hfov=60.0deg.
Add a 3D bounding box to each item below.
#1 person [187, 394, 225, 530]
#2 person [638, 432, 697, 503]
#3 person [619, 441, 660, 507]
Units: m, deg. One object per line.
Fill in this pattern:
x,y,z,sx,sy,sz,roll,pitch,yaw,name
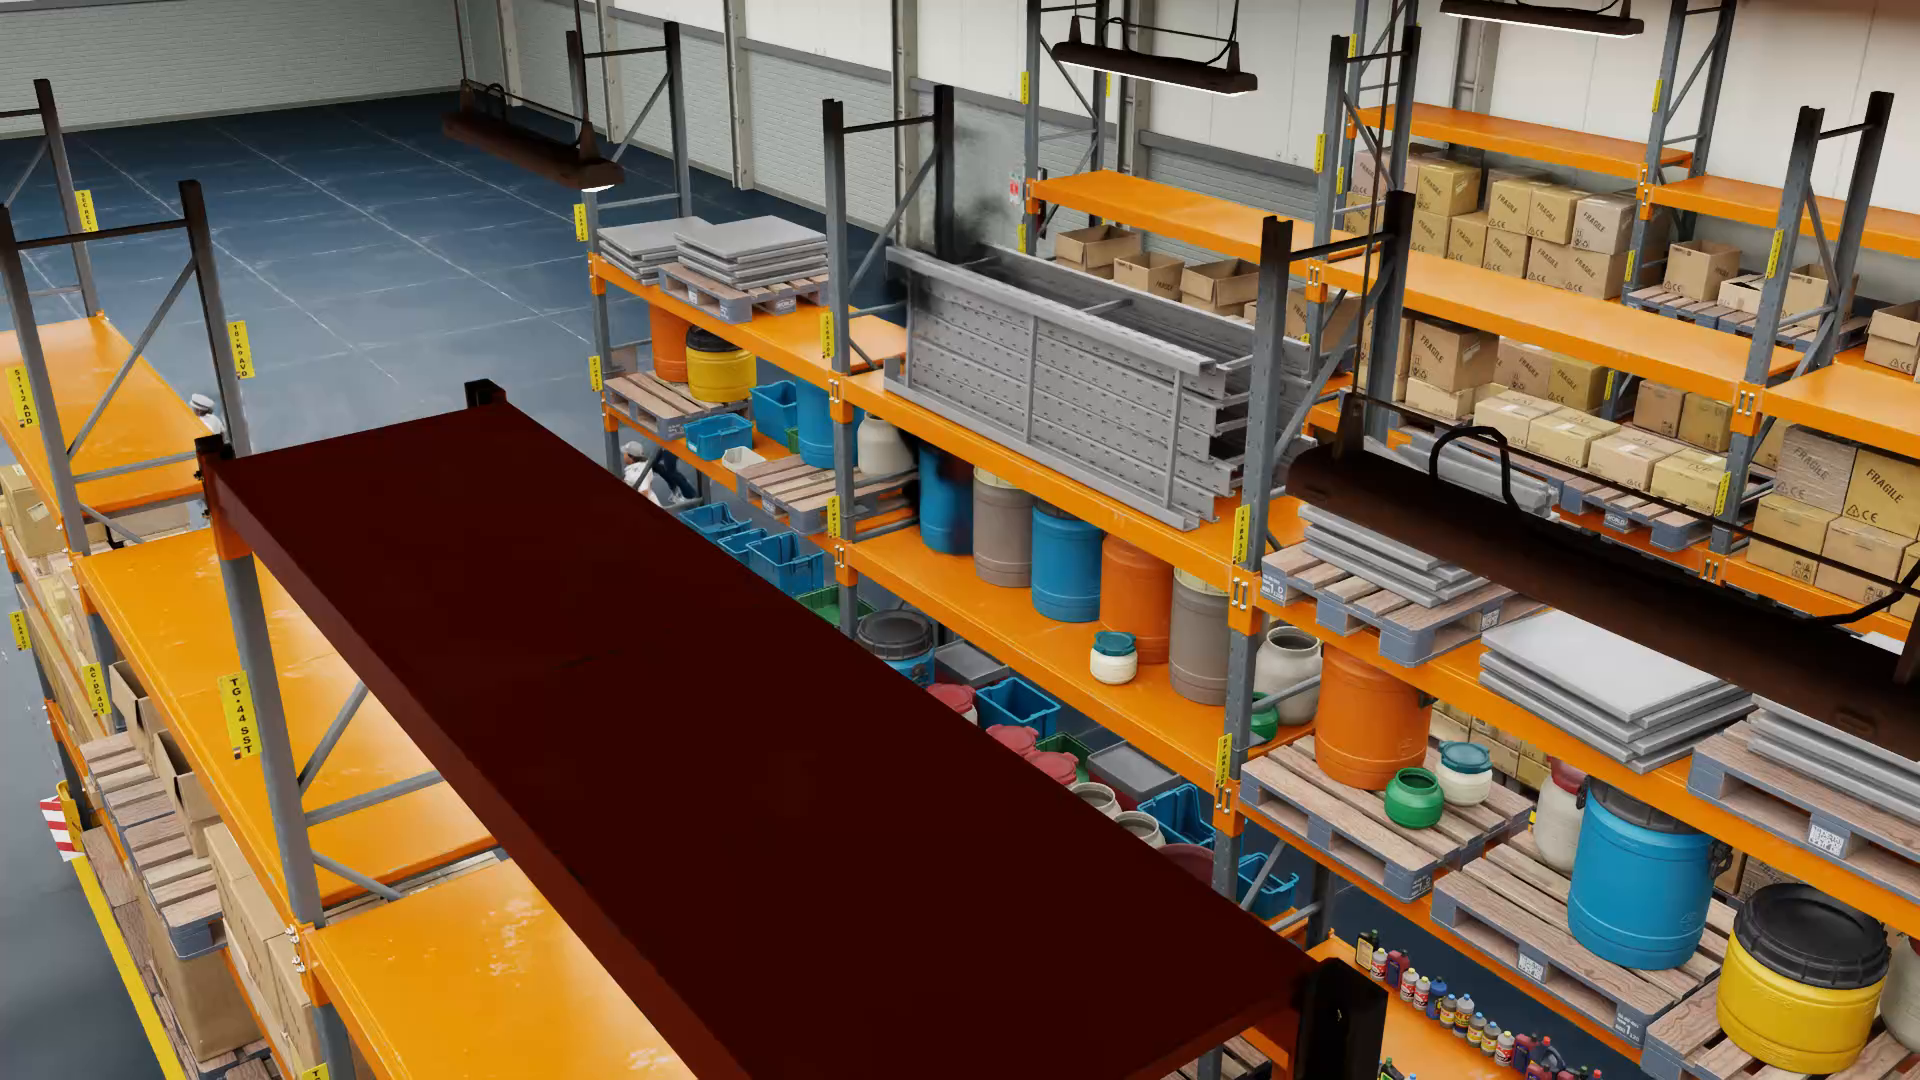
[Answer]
-8.482,-0.876,18.933,0.643,1.671,0.576,-4,25,-9,person
-3.449,-1.119,19.532,0.628,1.543,0.505,-5,25,-10,person
-3.384,-0.235,17.562,0.661,1.711,0.601,7,26,15,person
